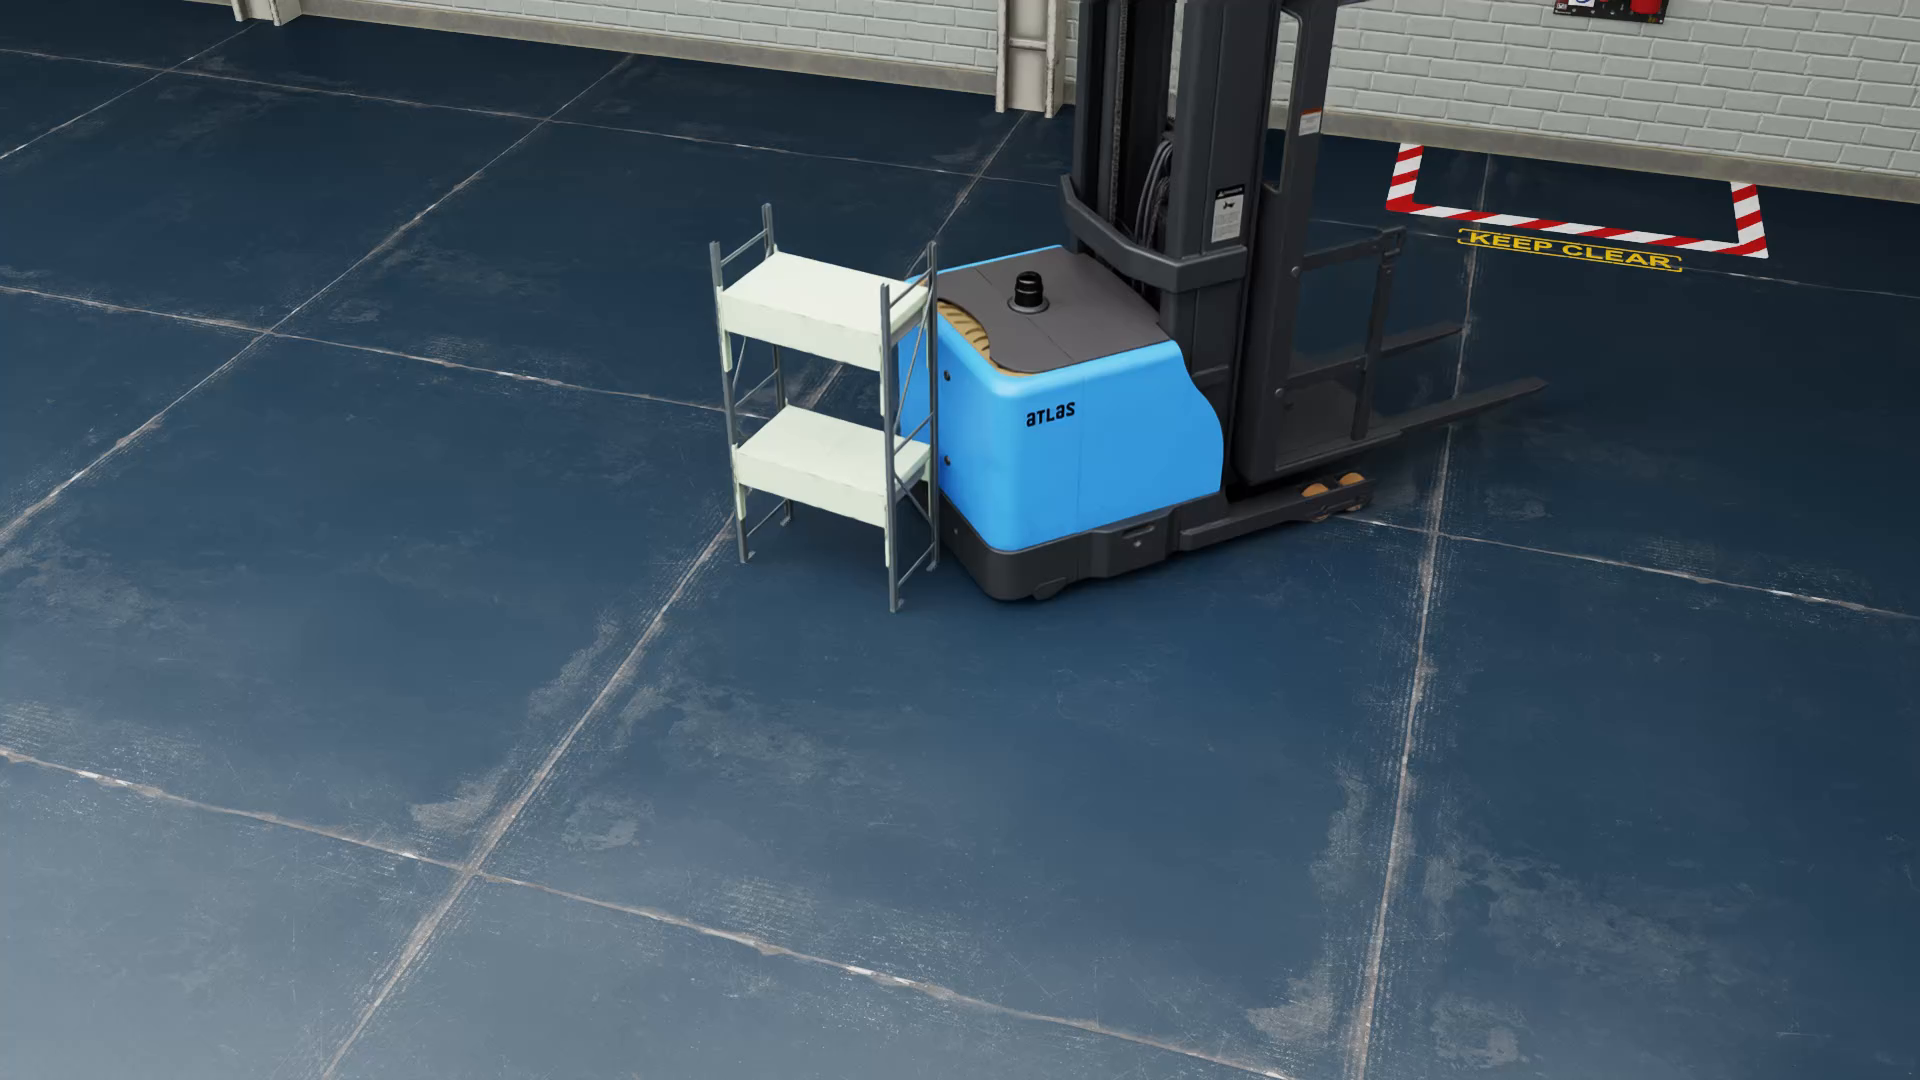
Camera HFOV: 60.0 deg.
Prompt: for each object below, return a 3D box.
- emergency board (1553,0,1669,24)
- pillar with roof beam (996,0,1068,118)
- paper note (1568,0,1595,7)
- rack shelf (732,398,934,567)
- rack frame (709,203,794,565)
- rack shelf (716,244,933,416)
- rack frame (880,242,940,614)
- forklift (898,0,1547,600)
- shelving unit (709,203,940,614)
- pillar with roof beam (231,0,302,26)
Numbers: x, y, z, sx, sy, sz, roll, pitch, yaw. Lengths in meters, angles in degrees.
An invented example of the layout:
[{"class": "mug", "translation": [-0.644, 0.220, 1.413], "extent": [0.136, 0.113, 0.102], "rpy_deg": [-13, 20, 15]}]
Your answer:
[{"class": "emergency board", "translation": [3.852, -3.533, 9.520], "extent": [0.643, 1.169, 0.194], "rpy_deg": [10, 38, 14]}, {"class": "pillar with roof beam", "translation": [-0.811, -4.116, 5.251], "extent": [0.400, 9.000, 9.100], "rpy_deg": [10, 38, 14]}, {"class": "paper note", "translation": [3.704, -3.249, 9.877], "extent": [0.142, 0.148, 0.016], "rpy_deg": [10, 38, 14]}, {"class": "rack shelf", "translation": [-0.513, -0.245, 6.868], "extent": [0.720, 0.370, 0.431], "rpy_deg": [17, 40, 22]}, {"class": "rack frame", "translation": [-0.838, -0.607, 6.810], "extent": [0.023, 1.500, 0.400], "rpy_deg": [17, 40, 22]}, {"class": "rack shelf", "translation": [-0.513, -0.822, 6.444], "extent": [0.720, 0.370, 0.431], "rpy_deg": [17, 40, 22]}, {"class": "rack frame", "translation": [-0.187, -0.409, 6.540], "extent": [0.023, 1.500, 0.400], "rpy_deg": [17, 40, 22]}, {"class": "forklift", "translation": [1.279, -1.526, 6.851], "extent": [3.031, 2.935, 1.130], "rpy_deg": [-16, 39, -21]}, {"class": "shelving unit", "translation": [-0.513, -0.508, 6.675], "extent": [0.755, 1.500, 0.431], "rpy_deg": [17, 40, 22]}, {"class": "pillar with roof beam", "translation": [-6.538, -5.176, 6.692], "extent": [0.400, 9.000, 9.100], "rpy_deg": [10, 38, 14]}]
